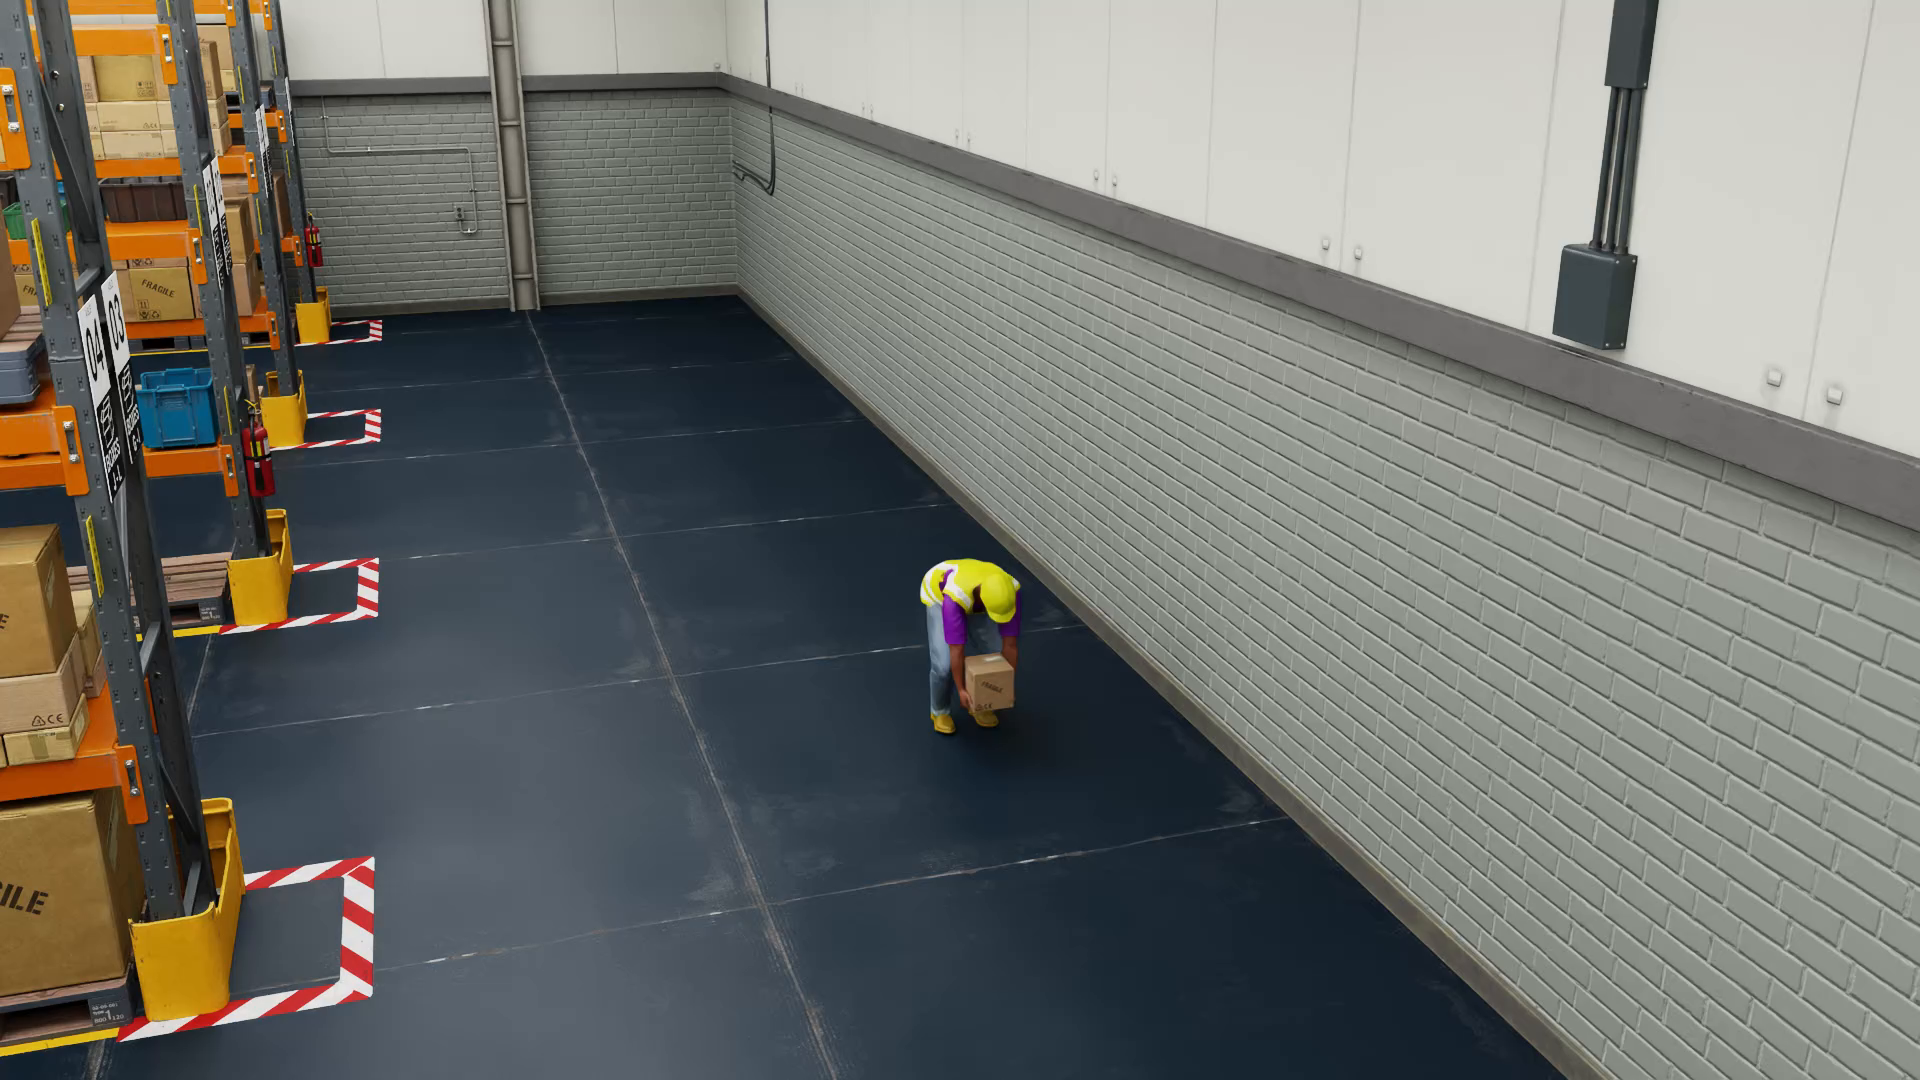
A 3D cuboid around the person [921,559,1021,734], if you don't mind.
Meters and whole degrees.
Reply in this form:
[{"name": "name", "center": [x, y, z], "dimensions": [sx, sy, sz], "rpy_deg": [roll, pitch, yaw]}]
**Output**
[{"name": "person", "center": [0.094, 0.645, 10.052], "dimensions": [0.501, 1.185, 0.954], "rpy_deg": [-7, 20, -20]}]
